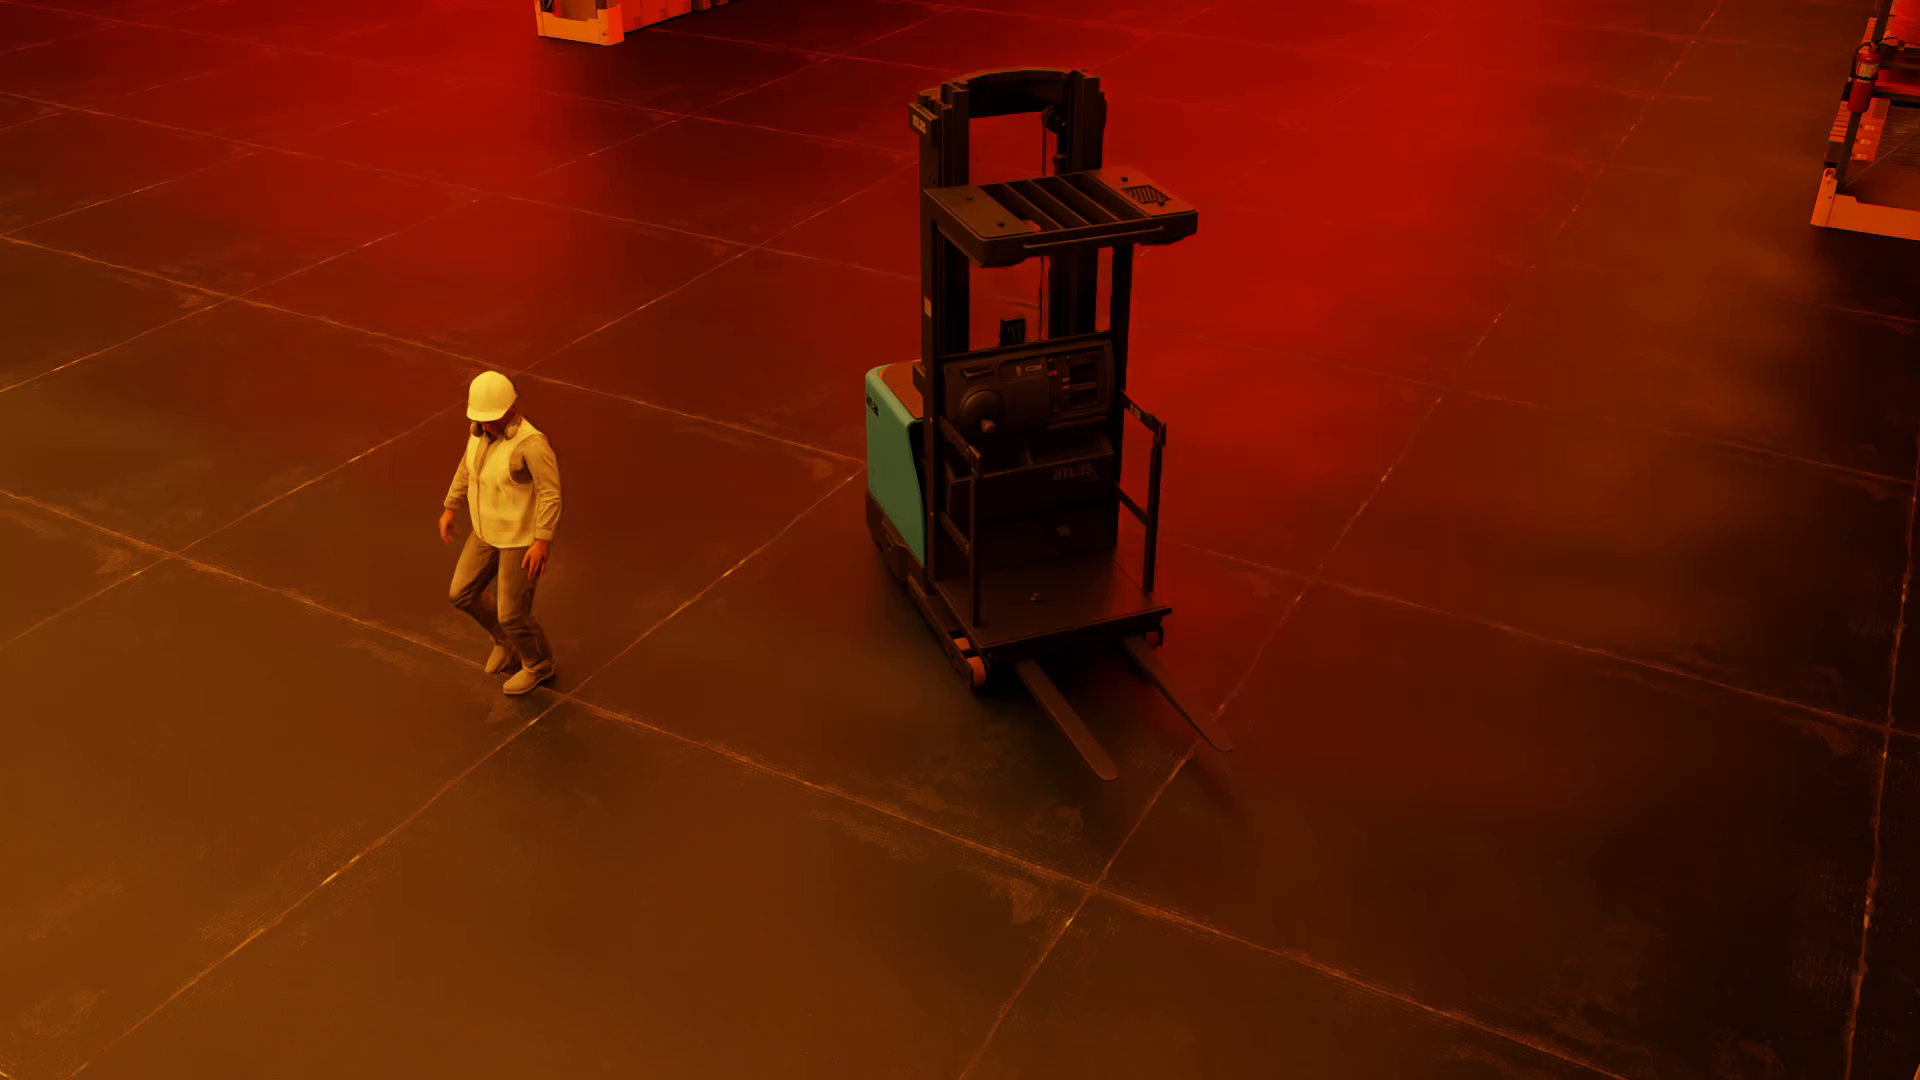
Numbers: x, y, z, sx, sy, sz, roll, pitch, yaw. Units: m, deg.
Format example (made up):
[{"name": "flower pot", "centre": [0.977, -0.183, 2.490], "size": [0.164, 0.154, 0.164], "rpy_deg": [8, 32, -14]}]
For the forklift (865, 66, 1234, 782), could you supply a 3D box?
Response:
[{"name": "forklift", "centre": [0.440, -0.734, 8.343], "size": [1.130, 2.935, 3.031], "rpy_deg": [-11, 32, -18]}]

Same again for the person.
[{"name": "person", "centre": [-2.259, -0.003, 8.288], "size": [0.805, 1.767, 0.498], "rpy_deg": [26, 39, 37]}]
